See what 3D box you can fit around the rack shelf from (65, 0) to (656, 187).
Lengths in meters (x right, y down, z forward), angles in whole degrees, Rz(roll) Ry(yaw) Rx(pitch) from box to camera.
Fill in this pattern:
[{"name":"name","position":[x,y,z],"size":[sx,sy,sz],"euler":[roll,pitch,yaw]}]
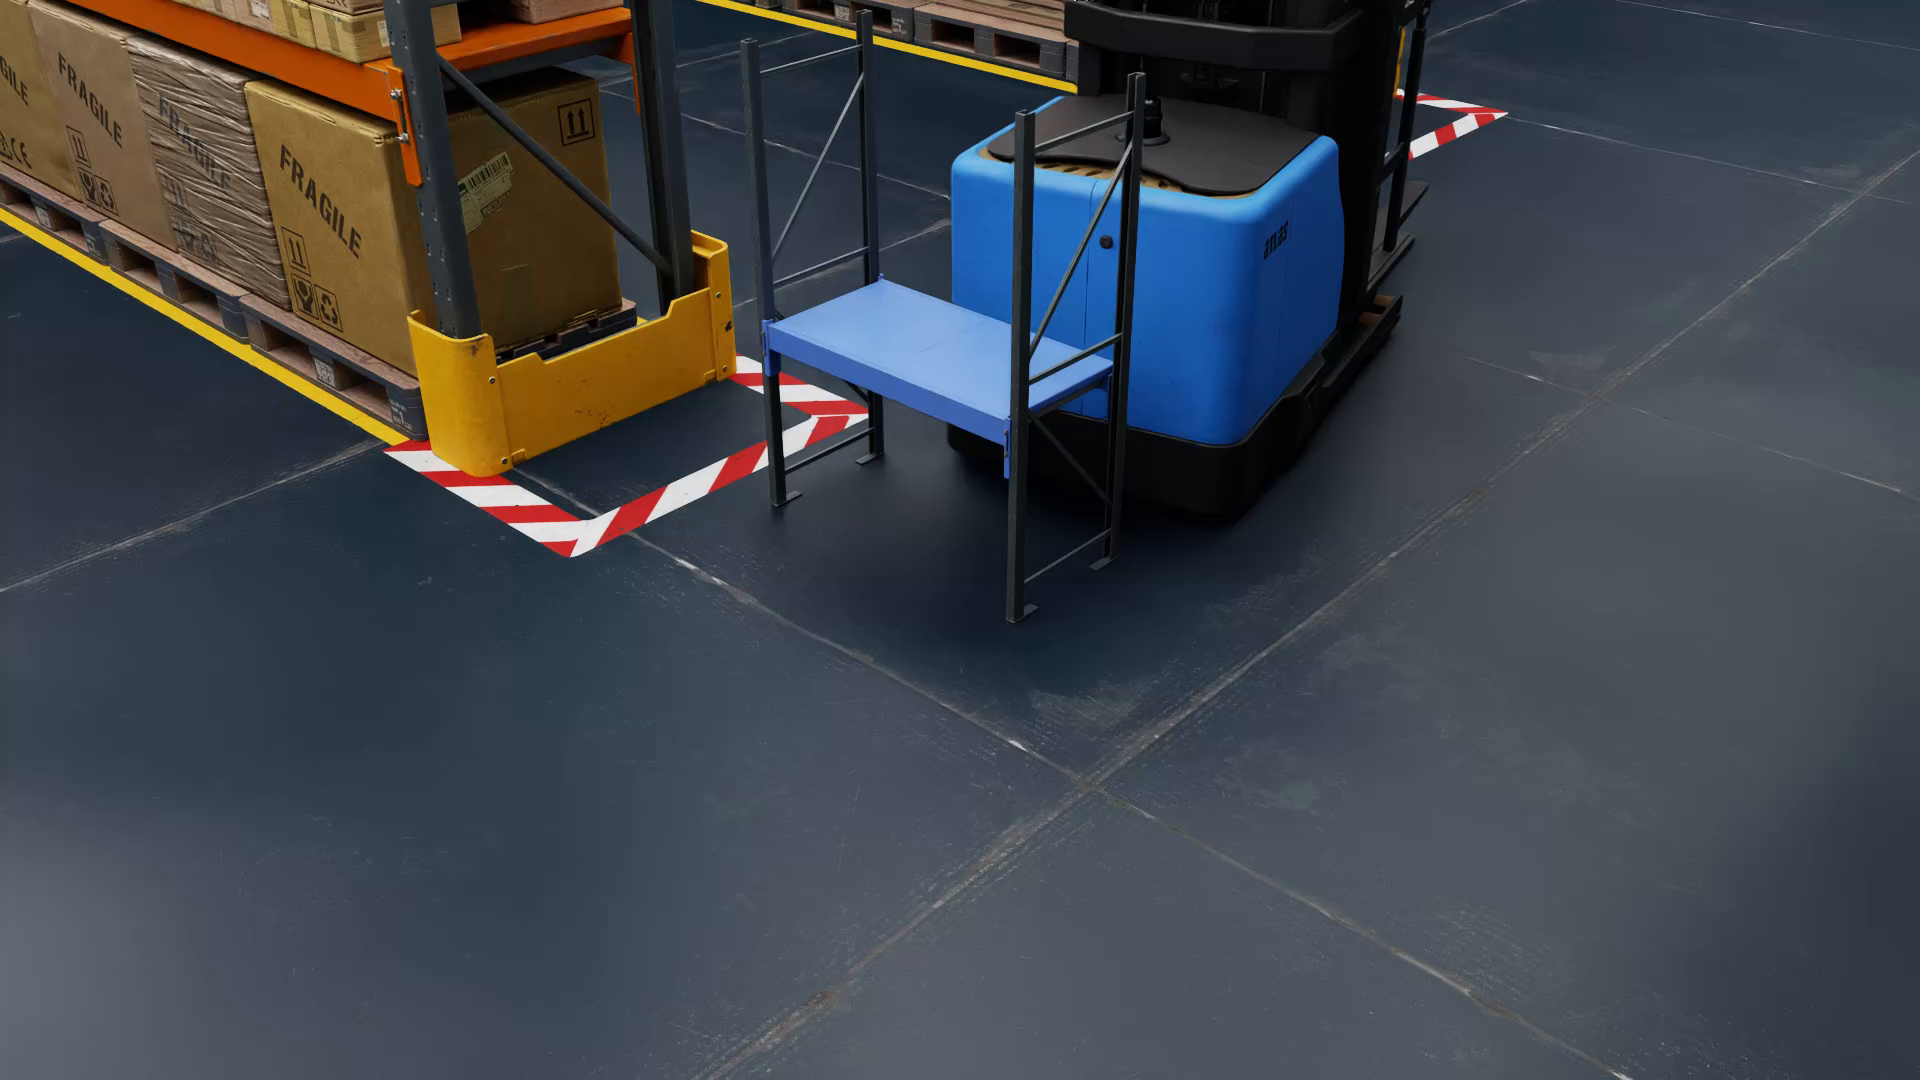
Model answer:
[{"name":"rack shelf","position":[-2.840,-2.156,6.621],"size":[4.000,0.370,1.077],"euler":[25,39,35]}]

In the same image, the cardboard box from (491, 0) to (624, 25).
[{"name":"cardboard box","position":[-1.399,-1.913,5.764],"size":[0.250,0.149,0.380],"euler":[26,39,36]}]

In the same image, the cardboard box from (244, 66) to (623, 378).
[{"name":"cardboard box","position":[-1.885,-1.233,6.042],"size":[0.875,0.875,0.875],"euler":[25,39,35]}]

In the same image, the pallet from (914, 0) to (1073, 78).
[{"name":"pallet","position":[0.481,-3.194,10.351],"size":[1.213,0.211,1.003],"euler":[25,39,35]}]

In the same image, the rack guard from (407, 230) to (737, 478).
[{"name":"rack guard","position":[-1.339,-0.693,5.916],"size":[0.348,0.500,1.175],"euler":[25,39,35]}]

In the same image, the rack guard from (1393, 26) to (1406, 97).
[{"name":"rack guard","position":[1.993,-2.592,9.070],"size":[0.348,0.500,1.175],"euler":[25,39,35]}]

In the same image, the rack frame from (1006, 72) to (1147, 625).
[{"name":"rack frame","position":[0.314,-0.496,4.620],"size":[0.032,1.500,0.500],"euler":[25,39,35]}]

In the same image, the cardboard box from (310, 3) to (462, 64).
[{"name":"cardboard box","position":[-1.842,-1.662,5.346],"size":[0.250,0.149,0.380],"euler":[26,40,36]}]

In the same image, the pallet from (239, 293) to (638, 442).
[{"name":"pallet","position":[-2.002,-0.824,6.414],"size":[1.213,0.211,1.003],"euler":[25,39,35]}]

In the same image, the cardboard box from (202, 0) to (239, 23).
[{"name":"cardboard box","position":[-2.407,-1.925,5.784],"size":[0.250,0.149,0.380],"euler":[26,40,36]}]

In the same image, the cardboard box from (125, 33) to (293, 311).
[{"name":"cardboard box","position":[-2.560,-1.547,6.565],"size":[0.875,0.875,0.875],"euler":[25,39,35]}]

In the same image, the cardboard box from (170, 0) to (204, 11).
[{"name":"cardboard box","position":[-2.600,-2.015,5.932],"size":[0.250,0.149,0.380],"euler":[24,39,34]}]

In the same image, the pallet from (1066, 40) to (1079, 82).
[{"name":"pallet","position":[1.381,-2.772,9.649],"size":[1.213,0.211,1.003],"euler":[25,39,35]}]

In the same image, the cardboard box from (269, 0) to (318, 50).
[{"name":"cardboard box","position":[-2.036,-1.751,5.494],"size":[0.250,0.149,0.380],"euler":[25,39,36]}]

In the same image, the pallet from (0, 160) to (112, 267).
[{"name":"pallet","position":[-3.812,-1.669,7.817],"size":[1.213,0.211,1.003],"euler":[25,39,35]}]

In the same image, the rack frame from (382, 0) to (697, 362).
[{"name":"rack frame","position":[-1.357,-1.772,5.285],"size":[0.127,3.000,1.000],"euler":[25,39,35]}]

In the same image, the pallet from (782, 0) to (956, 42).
[{"name":"pallet","position":[-0.428,-3.616,11.052],"size":[1.213,0.211,1.003],"euler":[25,39,35]}]

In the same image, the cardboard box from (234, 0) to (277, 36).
[{"name":"cardboard box","position":[-2.222,-1.839,5.640],"size":[0.250,0.149,0.380],"euler":[25,39,35]}]

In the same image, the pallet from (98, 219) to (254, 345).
[{"name":"pallet","position":[-2.903,-1.246,7.116],"size":[1.213,0.211,1.003],"euler":[25,39,35]}]

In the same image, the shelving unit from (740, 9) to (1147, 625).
[{"name":"shelving unit","position":[-0.063,-0.672,4.912],"size":[1.048,1.500,0.538],"euler":[25,39,35]}]

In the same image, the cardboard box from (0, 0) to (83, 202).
[{"name":"cardboard box","position":[-3.887,-2.167,7.594],"size":[0.875,0.875,0.875],"euler":[25,39,35]}]

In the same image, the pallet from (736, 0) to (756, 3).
[{"name":"pallet","position":[-1.543,-4.139,11.920],"size":[1.213,0.211,1.003],"euler":[25,39,35]}]

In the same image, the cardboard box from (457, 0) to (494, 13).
[{"name":"cardboard box","position":[-1.590,-2.002,5.910],"size":[0.250,0.149,0.380],"euler":[24,39,34]}]

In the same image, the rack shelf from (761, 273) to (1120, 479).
[{"name":"rack shelf","position":[-0.063,-0.518,5.005],"size":[1.000,0.185,0.538],"euler":[25,39,35]}]

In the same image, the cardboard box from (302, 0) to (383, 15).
[{"name":"cardboard box","position":[-1.895,-1.901,5.357],"size":[0.500,0.250,0.500],"euler":[24,39,34]}]

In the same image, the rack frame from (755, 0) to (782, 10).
[{"name":"rack frame","position":[-0.999,-5.050,10.731],"size":[0.127,3.000,1.000],"euler":[25,39,35]}]

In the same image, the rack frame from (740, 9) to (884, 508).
[{"name":"rack frame","position":[-0.440,-0.848,5.204],"size":[0.032,1.500,0.500],"euler":[25,39,35]}]

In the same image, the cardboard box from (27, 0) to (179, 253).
[{"name":"cardboard box","position":[-3.220,-1.856,7.077],"size":[0.875,0.875,0.875],"euler":[25,39,35]}]

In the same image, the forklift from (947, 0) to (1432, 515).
[{"name":"forklift","position":[1.097,-2.070,5.847],"size":[1.130,2.935,3.031],"euler":[15,34,24]}]
